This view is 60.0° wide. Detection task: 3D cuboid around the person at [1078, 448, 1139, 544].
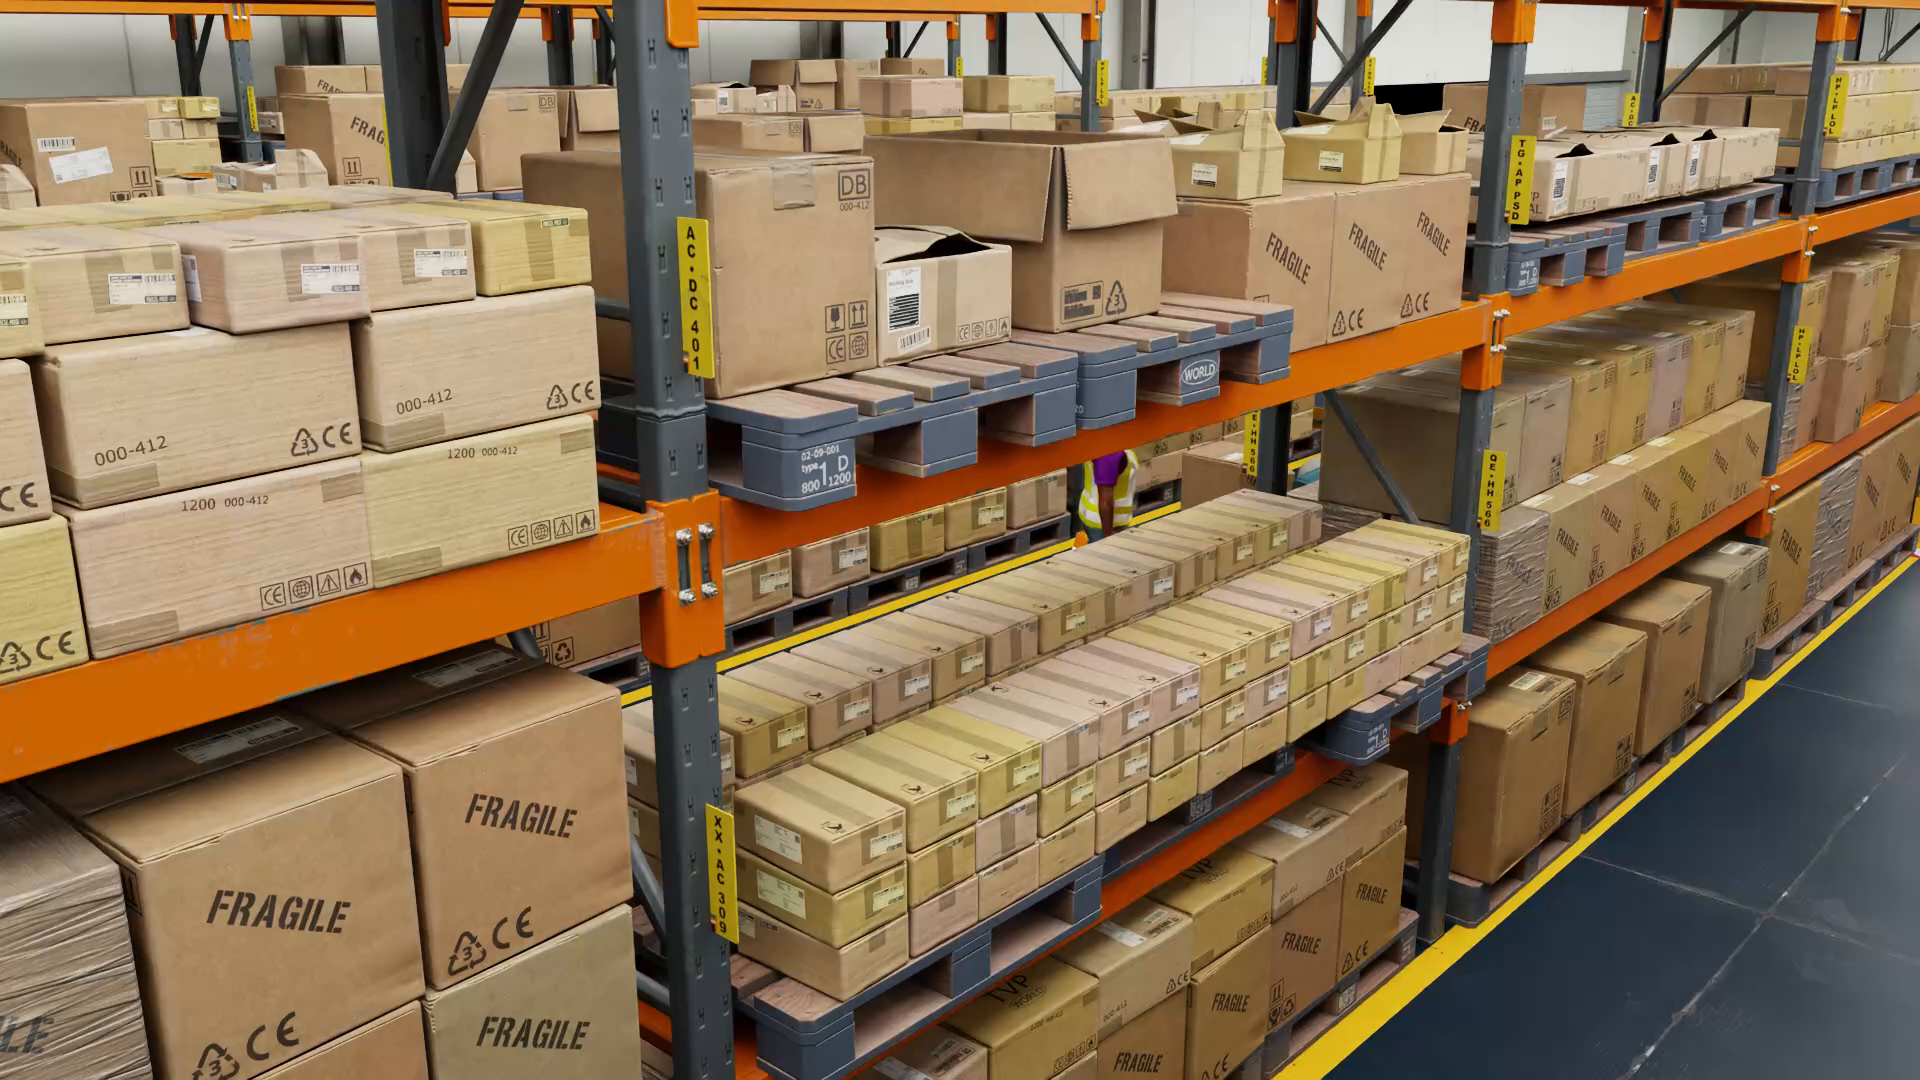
[{"bbox_3d":[0.992,-0.103,10.399,0.491,1.802,0.651,-2,17,-6],"label":"person"}]
